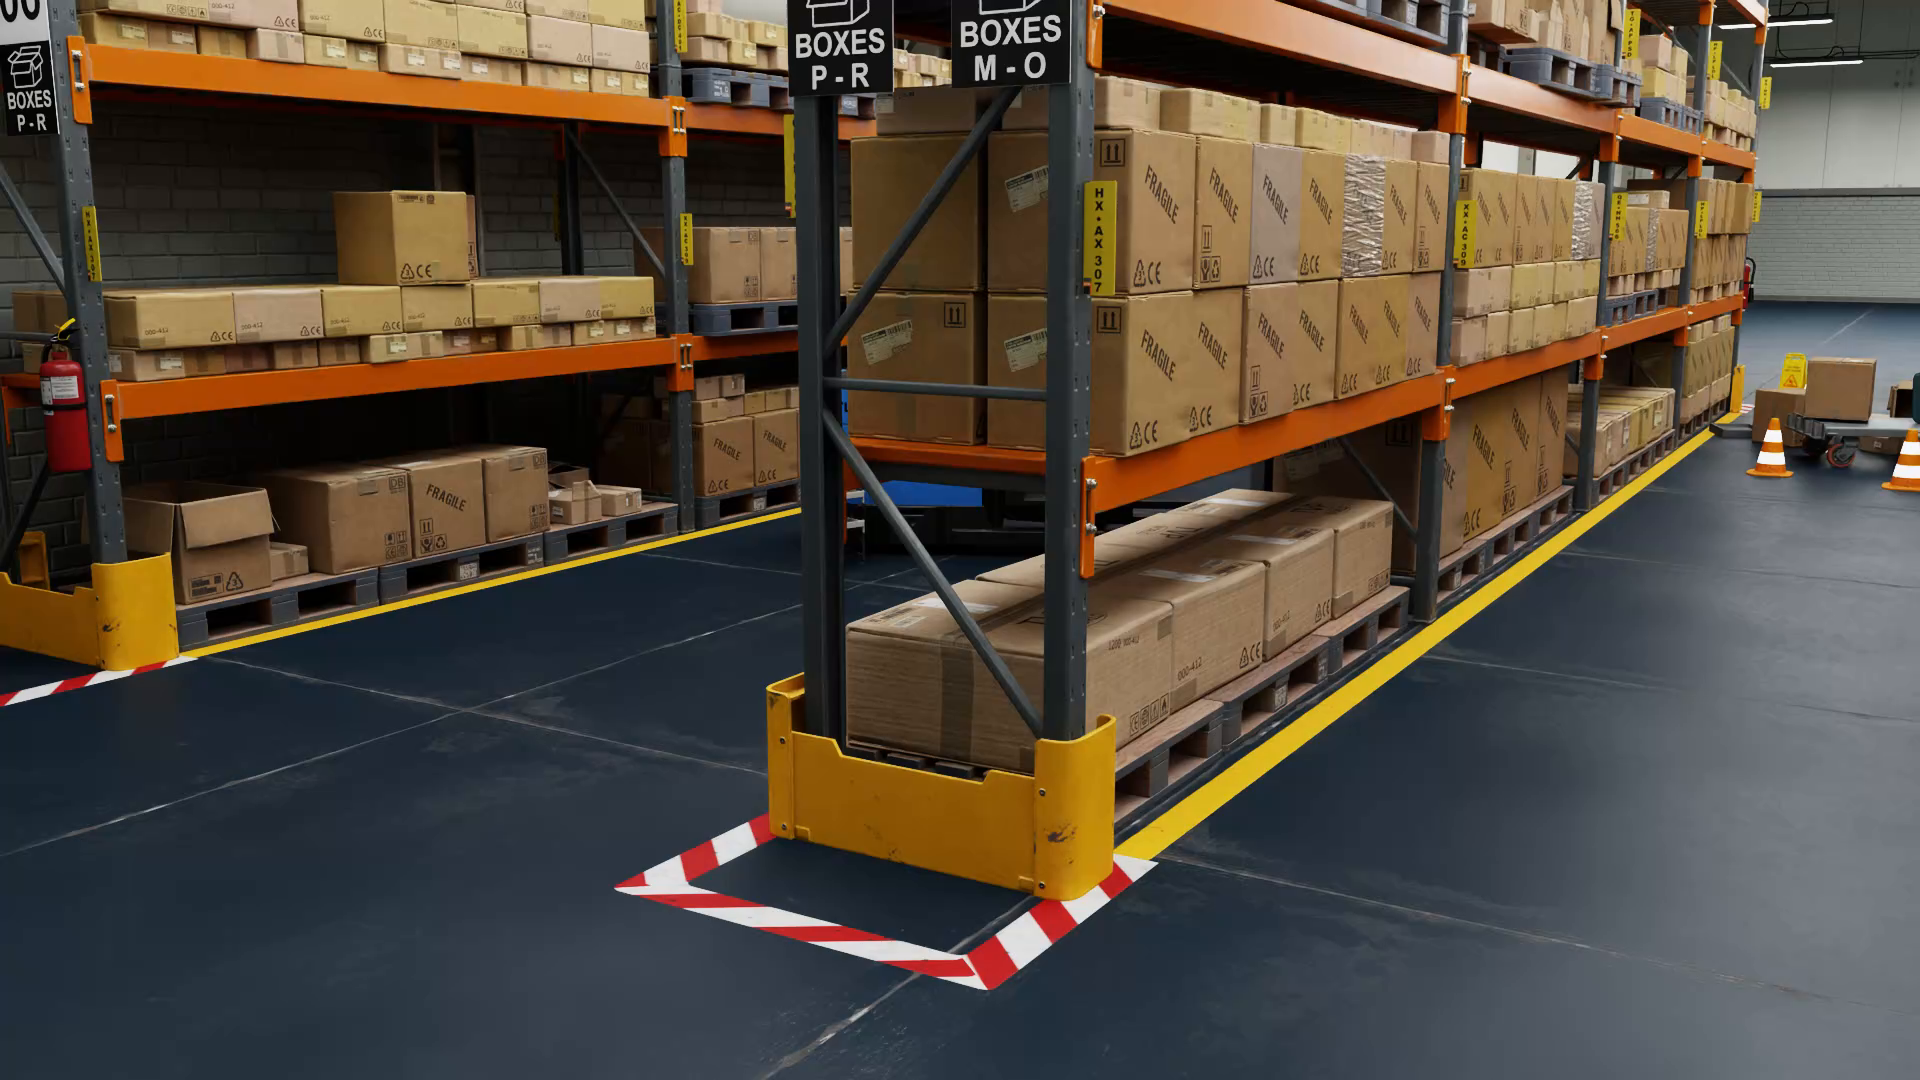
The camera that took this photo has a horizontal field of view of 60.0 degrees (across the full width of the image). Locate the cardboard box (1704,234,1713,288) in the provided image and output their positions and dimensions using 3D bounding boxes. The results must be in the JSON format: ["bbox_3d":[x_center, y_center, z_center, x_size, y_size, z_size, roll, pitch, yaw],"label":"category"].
[{"bbox_3d":[6.871,-2.669,15.896,0.500,0.500,0.500,6,12,30],"label":"cardboard box"}]

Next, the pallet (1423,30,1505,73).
[{"bbox_3d":[2.444,-2.621,9.088,0.805,0.209,1.217,6,12,28],"label":"pallet"}]

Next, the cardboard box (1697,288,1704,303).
[{"bbox_3d":[6.958,-2.371,16.063,0.380,0.149,0.250,7,13,32],"label":"cardboard box"}]

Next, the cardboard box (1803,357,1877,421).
[{"bbox_3d":[7.700,-1.329,14.549,0.500,0.500,0.500,6,12,31],"label":"cardboard box"}]

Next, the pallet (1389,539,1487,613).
[{"bbox_3d":[2.346,0.150,9.495,1.003,0.211,1.213,6,12,31],"label":"pallet"}]

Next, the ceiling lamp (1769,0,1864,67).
[{"bbox_3d":[20.493,-12.904,39.480,2.000,3.185,0.800,6,12,31],"label":"ceiling lamp"}]

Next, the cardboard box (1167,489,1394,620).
[{"bbox_3d":[1.592,0.049,8.276,0.875,0.438,0.875,6,12,30],"label":"cardboard box"}]

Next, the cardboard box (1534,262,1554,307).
[{"bbox_3d":[3.272,-1.548,10.033,0.500,0.250,0.500,6,12,29],"label":"cardboard box"}]

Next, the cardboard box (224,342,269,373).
[{"bbox_3d":[-3.706,-0.928,8.356,0.380,0.149,0.250,6,12,30],"label":"cardboard box"}]

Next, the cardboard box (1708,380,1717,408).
[{"bbox_3d":[7.508,-1.518,17.157,0.500,0.250,0.500,6,12,29],"label":"cardboard box"}]

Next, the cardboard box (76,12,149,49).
[{"bbox_3d":[-3.947,-2.316,7.617,0.380,0.149,0.250,7,13,32],"label":"cardboard box"}]

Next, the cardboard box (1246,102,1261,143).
[{"bbox_3d":[0.875,-1.519,6.081,0.380,0.149,0.250,7,12,31],"label":"cardboard box"}]

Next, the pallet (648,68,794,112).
[{"bbox_3d":[-1.836,-3.044,11.334,1.213,0.211,1.003,6,12,31],"label":"pallet"}]

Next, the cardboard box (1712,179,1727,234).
[{"bbox_3d":[6.861,-3.164,15.820,0.700,0.500,0.500,6,12,31],"label":"cardboard box"}]

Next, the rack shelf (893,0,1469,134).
[{"bbox_3d":[0.972,-1.898,6.661,1.077,0.370,4.000,6,12,31],"label":"rack shelf"}]

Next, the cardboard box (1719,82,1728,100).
[{"bbox_3d":[7.020,-4.235,15.701,0.380,0.149,0.250,6,12,30],"label":"cardboard box"}]

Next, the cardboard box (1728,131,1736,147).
[{"bbox_3d":[7.535,-4.002,16.624,0.380,0.149,0.250,6,12,30],"label":"cardboard box"}]

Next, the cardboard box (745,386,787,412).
[{"bbox_3d":[-1.489,-1.030,12.109,0.380,0.149,0.250,6,12,30],"label":"cardboard box"}]

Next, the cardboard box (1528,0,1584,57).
[{"bbox_3d":[3.420,-3.146,9.959,0.500,0.500,0.500,7,12,31],"label":"cardboard box"}]

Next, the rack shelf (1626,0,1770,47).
[{"bbox_3d":[7.202,-5.258,16.466,1.077,0.370,4.000,6,12,31],"label":"rack shelf"}]

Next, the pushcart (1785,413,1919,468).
[{"bbox_3d":[8.138,-0.852,14.392,1.648,0.377,0.936,2,11,11],"label":"pushcart"}]

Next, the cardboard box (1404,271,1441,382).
[{"bbox_3d":[1.988,-1.044,8.022,0.500,0.500,0.500,7,12,31],"label":"cardboard box"}]

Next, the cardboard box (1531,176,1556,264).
[{"bbox_3d":[3.250,-1.918,9.972,0.500,0.500,0.500,6,12,30],"label":"cardboard box"}]

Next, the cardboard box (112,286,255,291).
[{"bbox_3d":[-4.030,-1.188,8.662,0.500,0.250,0.500,6,12,31],"label":"cardboard box"}]

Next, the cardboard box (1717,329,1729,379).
[{"bbox_3d":[7.779,-1.970,17.531,0.500,0.500,0.500,7,13,33],"label":"cardboard box"}]

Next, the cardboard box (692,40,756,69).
[{"bbox_3d":[-1.575,-3.219,11.028,0.380,0.149,0.250,7,12,31],"label":"cardboard box"}]

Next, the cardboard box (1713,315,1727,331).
[{"bbox_3d":[7.781,-2.268,17.359,0.380,0.149,0.250,7,12,32],"label":"cardboard box"}]

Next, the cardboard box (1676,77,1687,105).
[{"bbox_3d":[5.984,-3.852,14.406,0.500,0.250,0.500,6,12,30],"label":"cardboard box"}]

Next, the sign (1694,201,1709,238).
[{"bbox_3d":[6.640,-2.867,14.885,0.100,0.325,0.005,6,12,31],"label":"sign"}]

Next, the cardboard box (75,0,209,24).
[{"bbox_3d":[-3.847,-2.527,7.665,0.500,0.250,0.500,6,12,30],"label":"cardboard box"}]

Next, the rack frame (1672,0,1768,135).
[{"bbox_3d":[8.240,-5.928,18.080,1.000,3.000,0.127,6,12,31],"label":"rack frame"}]

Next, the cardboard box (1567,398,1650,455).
[{"bbox_3d":[5.163,-0.960,13.842,0.950,0.372,0.625,7,13,33],"label":"cardboard box"}]

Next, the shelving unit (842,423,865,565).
[{"bbox_3d":[-0.731,-0.298,10.017,0.210,0.900,0.258,-9,14,-39],"label":"shelving unit"}]

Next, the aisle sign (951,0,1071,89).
[{"bbox_3d":[0.144,-1.702,4.743,0.394,0.787,0.004,6,12,31],"label":"aisle sign"}]

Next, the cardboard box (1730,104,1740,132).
[{"bbox_3d":[7.417,-4.179,16.490,0.500,0.250,0.500,7,12,31],"label":"cardboard box"}]

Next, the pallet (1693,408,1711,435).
[{"bbox_3d":[7.115,-1.281,17.140,1.003,0.211,1.213,6,12,31],"label":"pallet"}]

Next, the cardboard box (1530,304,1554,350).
[{"bbox_3d":[3.279,-1.301,10.073,0.500,0.250,0.500,6,12,30],"label":"cardboard box"}]

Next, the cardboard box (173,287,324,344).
[{"bbox_3d":[-3.583,-1.134,8.375,0.500,0.250,0.500,7,12,31],"label":"cardboard box"}]

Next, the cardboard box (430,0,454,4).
[{"bbox_3d":[-3.081,-3.015,8.910,0.500,0.250,0.500,7,13,32],"label":"cardboard box"}]

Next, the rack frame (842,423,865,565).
[{"bbox_3d":[-0.653,-0.310,10.081,0.006,0.900,0.240,-9,14,-39],"label":"rack frame"}]

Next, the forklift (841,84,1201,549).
[{"bbox_3d":[0.626,-1.432,10.554,3.031,2.935,1.130,1,11,4],"label":"forklift"}]

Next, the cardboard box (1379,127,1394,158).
[{"bbox_3d":[1.755,-1.803,7.599,0.380,0.149,0.250,6,12,31],"label":"cardboard box"}]

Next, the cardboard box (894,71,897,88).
[{"bbox_3d":[-0.709,-3.557,12.891,0.380,0.149,0.250,7,12,31],"label":"cardboard box"}]

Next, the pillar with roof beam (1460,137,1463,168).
[{"bbox_3d":[12.774,-7.854,28.369,9.100,9.000,0.548,6,12,31],"label":"pillar with roof beam"}]

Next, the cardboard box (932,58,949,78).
[{"bbox_3d":[-0.310,-3.824,13.508,0.380,0.149,0.250,6,12,29],"label":"cardboard box"}]

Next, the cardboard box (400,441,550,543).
[{"bbox_3d":[-2.896,-0.296,9.948,0.700,0.500,0.500,6,12,29],"label":"cardboard box"}]

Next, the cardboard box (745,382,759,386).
[{"bbox_3d":[-1.739,-1.110,12.534,0.380,0.149,0.250,7,13,32],"label":"cardboard box"}]

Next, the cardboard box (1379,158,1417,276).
[{"bbox_3d":[1.731,-1.453,7.491,0.500,0.500,0.500,6,12,30],"label":"cardboard box"}]

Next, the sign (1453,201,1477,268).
[{"bbox_3d":[2.485,-1.504,8.182,0.100,0.325,0.005,6,12,31],"label":"sign"}]

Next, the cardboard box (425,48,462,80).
[{"bbox_3d":[-2.942,-2.587,9.067,0.380,0.149,0.250,7,13,32],"label":"cardboard box"}]

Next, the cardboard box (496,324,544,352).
[{"bbox_3d":[-2.683,-1.200,9.812,0.380,0.149,0.250,6,12,30],"label":"cardboard box"}]

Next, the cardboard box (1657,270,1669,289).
[{"bbox_3d":[5.748,-2.202,14.020,0.380,0.149,0.250,7,12,31],"label":"cardboard box"}]

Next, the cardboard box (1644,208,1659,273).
[{"bbox_3d":[5.319,-2.416,13.403,0.500,0.500,0.500,6,12,29],"label":"cardboard box"}]

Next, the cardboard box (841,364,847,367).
[{"bbox_3d":[-0.855,-1.400,14.085,0.380,0.149,0.250,7,13,32],"label":"cardboard box"}]

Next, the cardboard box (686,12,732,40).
[{"bbox_3d":[-1.704,-3.324,10.780,0.380,0.149,0.250,7,13,32],"label":"cardboard box"}]

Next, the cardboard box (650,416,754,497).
[{"bbox_3d":[-1.791,-0.598,11.564,0.500,0.500,0.500,7,13,33],"label":"cardboard box"}]

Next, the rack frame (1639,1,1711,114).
[{"bbox_3d":[6.164,-5.299,14.720,1.000,3.000,0.127,6,12,31],"label":"rack frame"}]
